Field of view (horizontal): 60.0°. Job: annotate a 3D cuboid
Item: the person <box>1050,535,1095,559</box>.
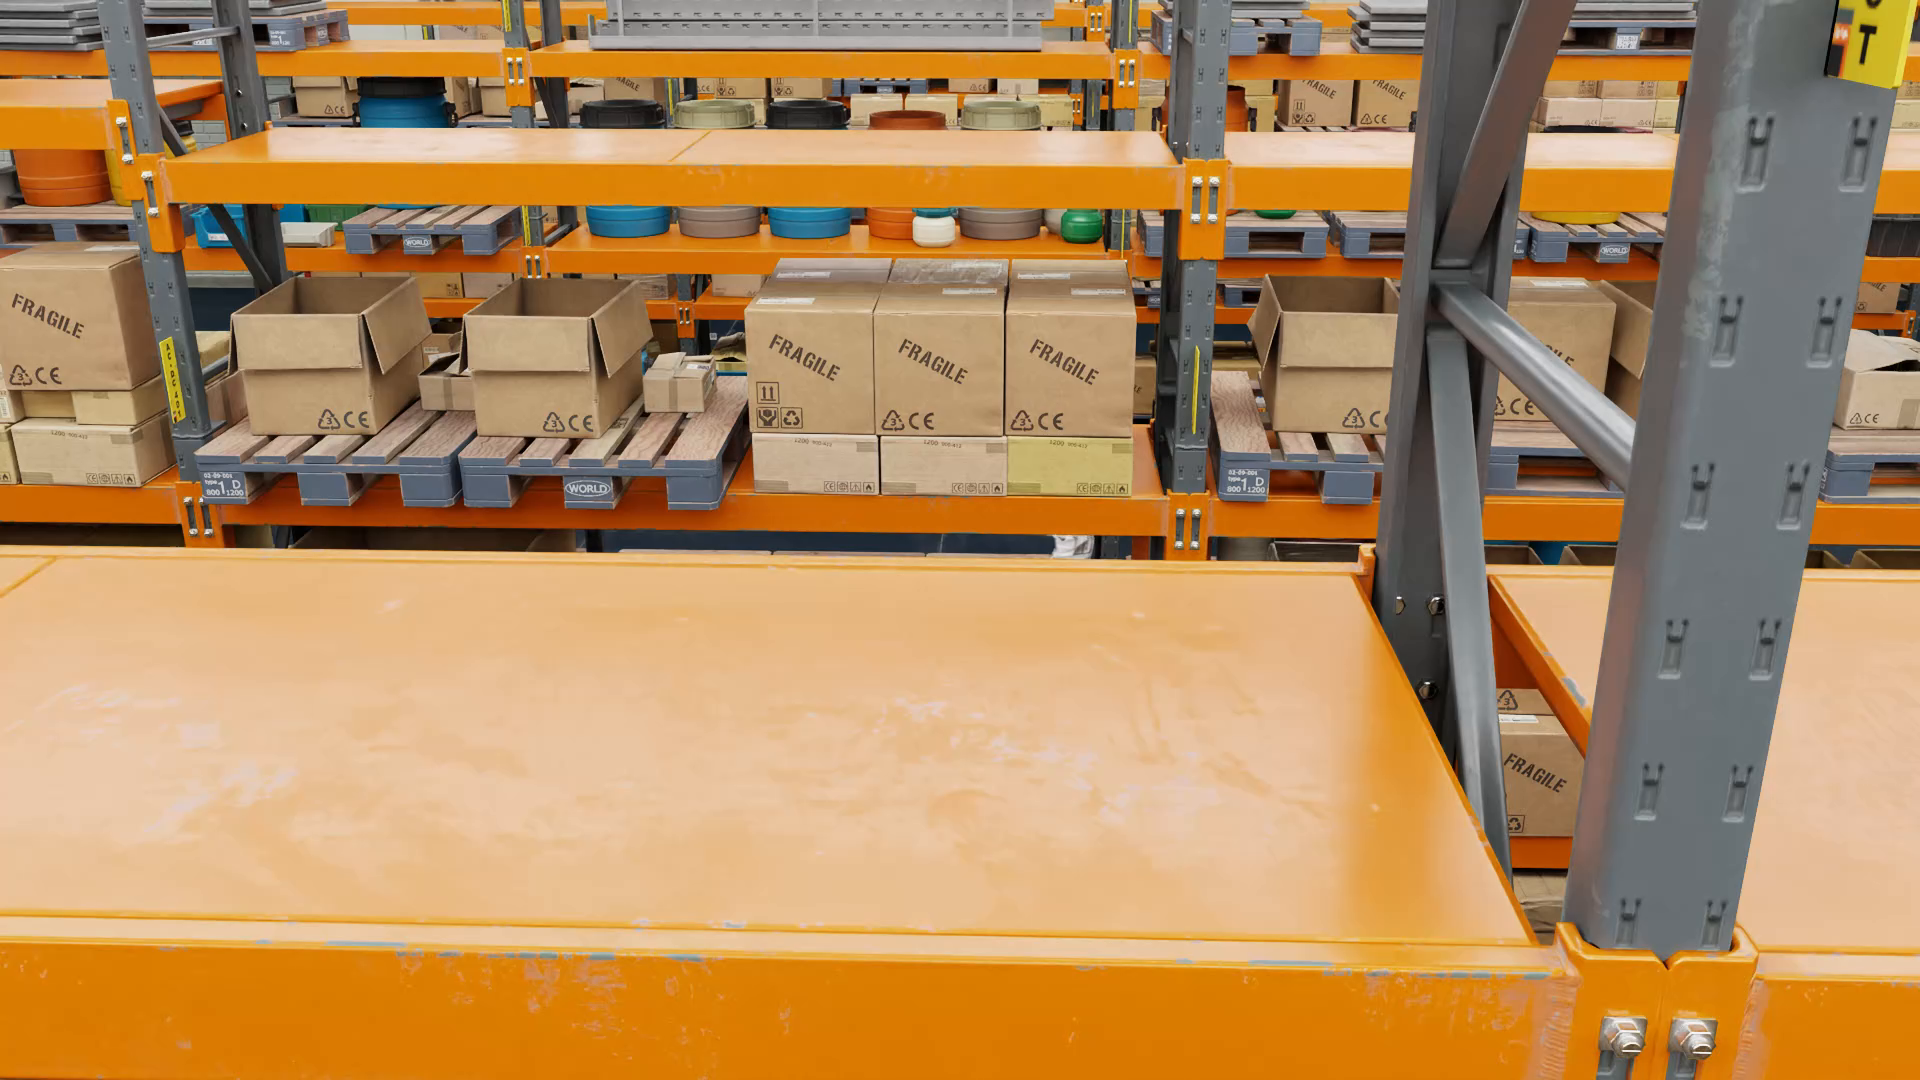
[{"bbox_3d":[0.760,0.290,10.993,0.383,1.747,0.522,3,21,8],"label":"person"}]
